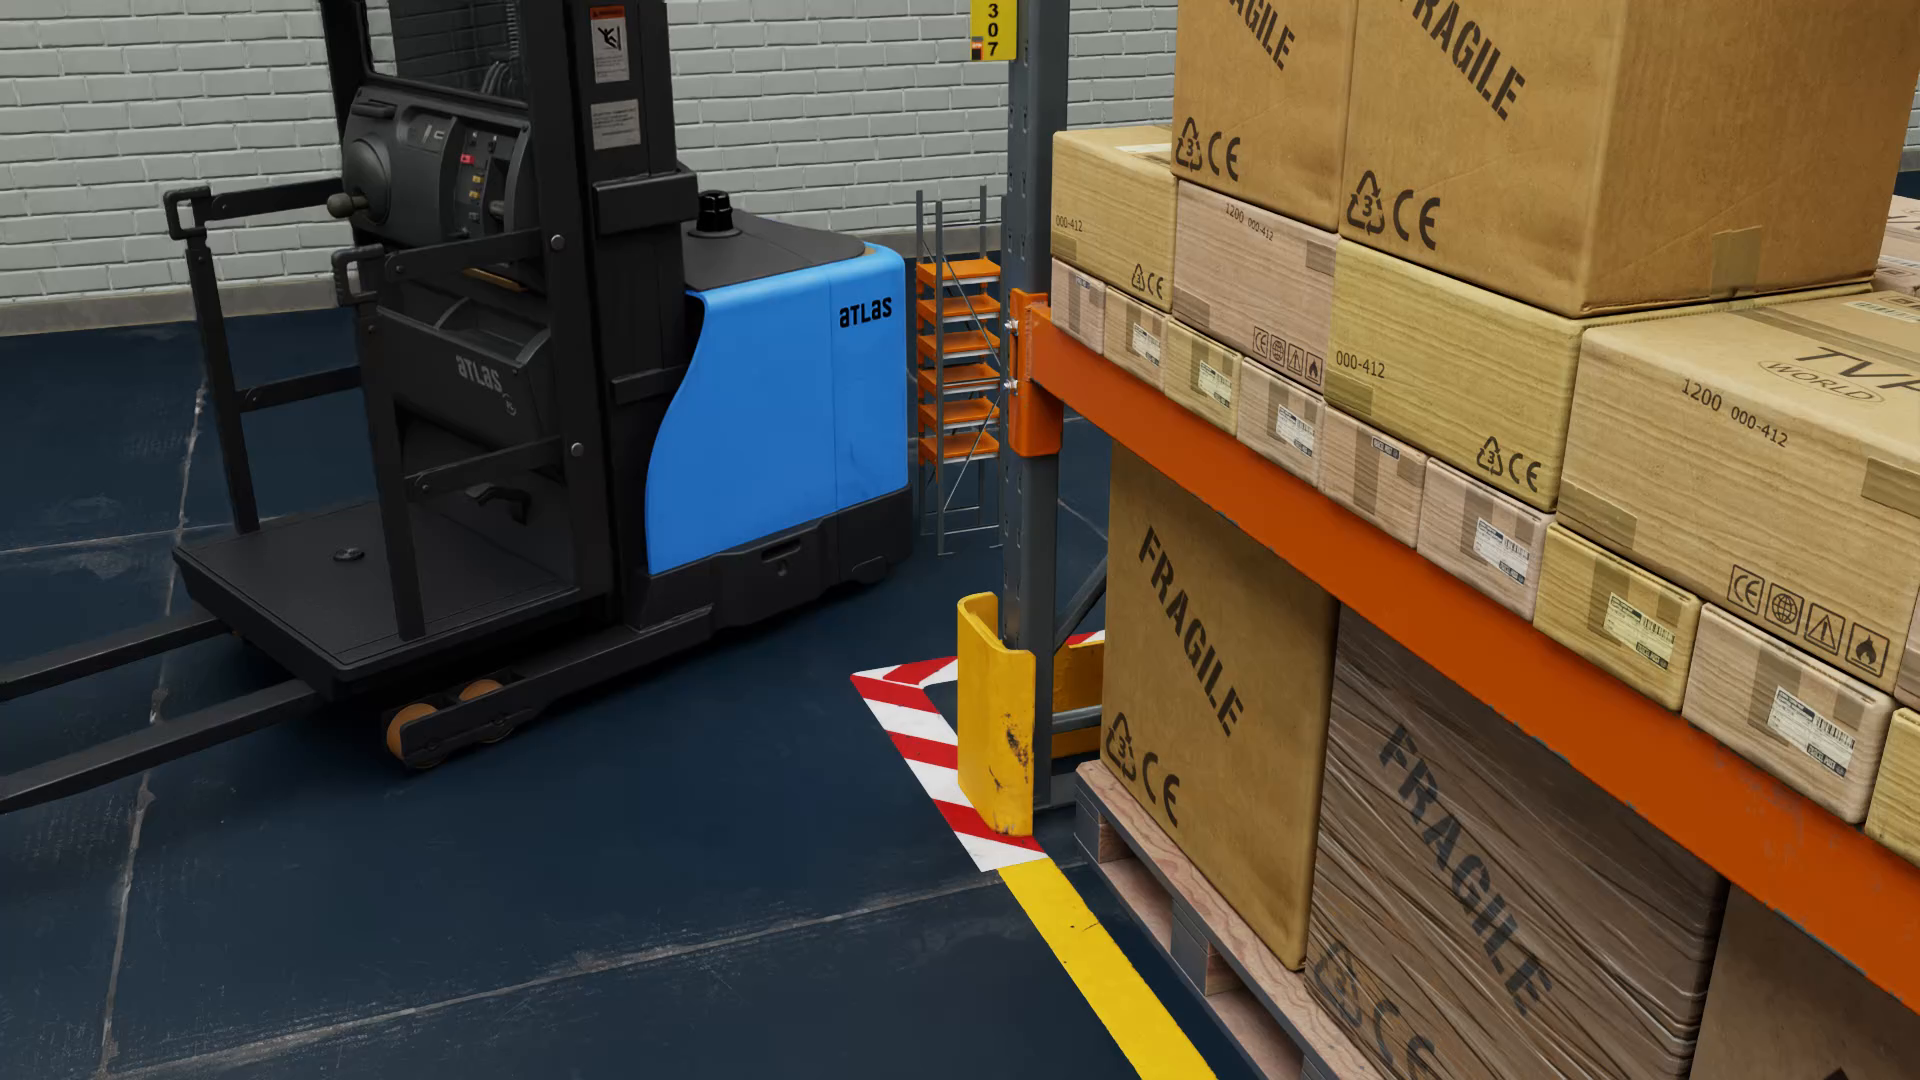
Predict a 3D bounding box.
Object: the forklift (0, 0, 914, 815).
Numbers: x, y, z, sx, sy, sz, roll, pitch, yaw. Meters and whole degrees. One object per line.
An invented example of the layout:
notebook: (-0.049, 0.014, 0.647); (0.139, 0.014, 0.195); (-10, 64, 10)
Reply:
forklift: (-1.554, -0.980, 4.302); (3.031, 2.935, 1.130); (-21, 31, -40)

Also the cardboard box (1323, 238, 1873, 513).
cardboard box: (0.872, -0.272, 2.343); (0.500, 0.250, 0.500); (-9, 25, -21)

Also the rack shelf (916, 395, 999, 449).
rack shelf: (0.005, -0.396, 5.568); (0.258, 0.103, 0.180); (-8, 24, -19)

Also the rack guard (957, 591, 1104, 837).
rack guard: (0.582, 0.357, 4.260); (1.175, 0.500, 0.348); (-8, 24, -19)

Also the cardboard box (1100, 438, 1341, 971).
cardboard box: (0.892, 0.221, 3.559); (0.875, 0.875, 0.875); (-8, 24, -19)

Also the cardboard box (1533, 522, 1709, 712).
cardboard box: (0.952, 0.062, 2.064); (0.380, 0.149, 0.250); (-9, 24, -20)

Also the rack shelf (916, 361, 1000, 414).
rack shelf: (0.005, -0.507, 5.522); (0.258, 0.103, 0.180); (-8, 24, -19)

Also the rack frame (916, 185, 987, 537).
rack frame: (-0.027, -0.581, 5.583); (0.240, 1.200, 0.006); (-8, 24, -19)

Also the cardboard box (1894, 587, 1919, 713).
cardboard box: (1.237, 0.101, 1.457); (0.500, 0.250, 0.500); (-8, 24, -18)

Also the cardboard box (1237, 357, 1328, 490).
cardboard box: (0.683, -0.216, 2.723); (0.380, 0.149, 0.250); (-9, 24, -20)

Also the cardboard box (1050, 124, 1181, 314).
cardboard box: (0.508, -0.643, 3.224); (0.500, 0.250, 0.500); (-9, 24, -20)

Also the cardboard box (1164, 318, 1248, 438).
cardboard box: (0.590, -0.310, 2.948); (0.380, 0.149, 0.250); (-9, 24, -20)

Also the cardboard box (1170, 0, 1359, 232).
cardboard box: (0.684, -0.807, 2.647); (0.500, 0.500, 0.500); (-9, 24, -20)

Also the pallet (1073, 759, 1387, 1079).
pallet: (0.946, 0.778, 3.632); (1.003, 0.211, 1.213); (-8, 24, -19)

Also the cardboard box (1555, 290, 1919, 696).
cardboard box: (1.061, -0.083, 1.895); (0.500, 0.250, 0.500); (-9, 24, -20)

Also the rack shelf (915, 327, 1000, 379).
rack shelf: (0.005, -0.617, 5.475); (0.258, 0.103, 0.180); (-8, 24, -19)

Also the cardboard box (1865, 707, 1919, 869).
cardboard box: (1.135, 0.250, 1.618); (0.380, 0.149, 0.250); (-9, 24, -20)

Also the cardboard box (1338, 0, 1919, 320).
cardboard box: (0.873, -0.619, 2.202); (0.500, 0.500, 0.500); (-9, 24, -20)

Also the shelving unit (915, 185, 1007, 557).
shelving unit: (0.005, -0.548, 5.504); (0.258, 1.200, 0.189); (-8, 24, -19)

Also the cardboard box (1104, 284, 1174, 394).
cardboard box: (0.499, -0.403, 3.169); (0.380, 0.149, 0.250); (-9, 24, -20)

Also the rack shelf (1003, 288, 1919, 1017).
rack shelf: (1.297, 0.272, 2.169); (1.077, 0.370, 4.000); (-8, 24, -19)

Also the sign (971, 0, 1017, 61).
sign: (0.069, -1.148, 3.395); (0.100, 0.325, 0.005); (-8, 24, -19)

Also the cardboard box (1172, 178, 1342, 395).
cardboard box: (0.698, -0.455, 2.778); (0.500, 0.250, 0.500); (-9, 24, -20)

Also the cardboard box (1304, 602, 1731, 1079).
cardboard box: (1.213, 0.551, 2.775); (0.875, 0.875, 0.875); (-8, 24, -19)

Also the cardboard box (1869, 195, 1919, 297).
cardboard box: (1.369, -0.345, 2.518); (0.500, 0.250, 0.500); (-9, 25, -21)

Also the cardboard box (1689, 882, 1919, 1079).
cardboard box: (1.528, 0.875, 2.008); (0.875, 0.875, 0.875); (-8, 24, -19)

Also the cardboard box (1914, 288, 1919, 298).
cardboard box: (1.557, -0.157, 2.070); (0.500, 0.250, 0.500); (-8, 24, -19)

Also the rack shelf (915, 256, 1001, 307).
rack shelf: (0.005, -0.838, 5.382); (0.258, 0.103, 0.180); (-8, 24, -19)

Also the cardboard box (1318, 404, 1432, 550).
cardboard box: (0.772, -0.123, 2.504); (0.380, 0.149, 0.250); (-9, 24, -20)

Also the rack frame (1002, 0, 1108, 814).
rack frame: (0.591, -0.786, 3.754); (1.000, 3.000, 0.127); (-8, 24, -19)

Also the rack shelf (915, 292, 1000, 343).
rack shelf: (0.005, -0.728, 5.429); (0.258, 0.103, 0.180); (-8, 24, -19)

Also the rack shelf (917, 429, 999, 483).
rack shelf: (0.005, -0.286, 5.615); (0.258, 0.103, 0.180); (-8, 24, -19)

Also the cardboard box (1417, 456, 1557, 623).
cardboard box: (0.864, -0.030, 2.282); (0.380, 0.149, 0.250); (-9, 24, -20)

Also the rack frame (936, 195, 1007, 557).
rack frame: (0.037, -0.514, 5.426); (0.240, 1.200, 0.006); (-8, 24, -19)

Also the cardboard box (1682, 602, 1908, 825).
cardboard box: (1.046, 0.157, 1.838); (0.380, 0.149, 0.250); (-8, 24, -18)

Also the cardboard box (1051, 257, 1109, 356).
cardboard box: (0.407, -0.496, 3.389); (0.380, 0.149, 0.250); (-8, 24, -18)
